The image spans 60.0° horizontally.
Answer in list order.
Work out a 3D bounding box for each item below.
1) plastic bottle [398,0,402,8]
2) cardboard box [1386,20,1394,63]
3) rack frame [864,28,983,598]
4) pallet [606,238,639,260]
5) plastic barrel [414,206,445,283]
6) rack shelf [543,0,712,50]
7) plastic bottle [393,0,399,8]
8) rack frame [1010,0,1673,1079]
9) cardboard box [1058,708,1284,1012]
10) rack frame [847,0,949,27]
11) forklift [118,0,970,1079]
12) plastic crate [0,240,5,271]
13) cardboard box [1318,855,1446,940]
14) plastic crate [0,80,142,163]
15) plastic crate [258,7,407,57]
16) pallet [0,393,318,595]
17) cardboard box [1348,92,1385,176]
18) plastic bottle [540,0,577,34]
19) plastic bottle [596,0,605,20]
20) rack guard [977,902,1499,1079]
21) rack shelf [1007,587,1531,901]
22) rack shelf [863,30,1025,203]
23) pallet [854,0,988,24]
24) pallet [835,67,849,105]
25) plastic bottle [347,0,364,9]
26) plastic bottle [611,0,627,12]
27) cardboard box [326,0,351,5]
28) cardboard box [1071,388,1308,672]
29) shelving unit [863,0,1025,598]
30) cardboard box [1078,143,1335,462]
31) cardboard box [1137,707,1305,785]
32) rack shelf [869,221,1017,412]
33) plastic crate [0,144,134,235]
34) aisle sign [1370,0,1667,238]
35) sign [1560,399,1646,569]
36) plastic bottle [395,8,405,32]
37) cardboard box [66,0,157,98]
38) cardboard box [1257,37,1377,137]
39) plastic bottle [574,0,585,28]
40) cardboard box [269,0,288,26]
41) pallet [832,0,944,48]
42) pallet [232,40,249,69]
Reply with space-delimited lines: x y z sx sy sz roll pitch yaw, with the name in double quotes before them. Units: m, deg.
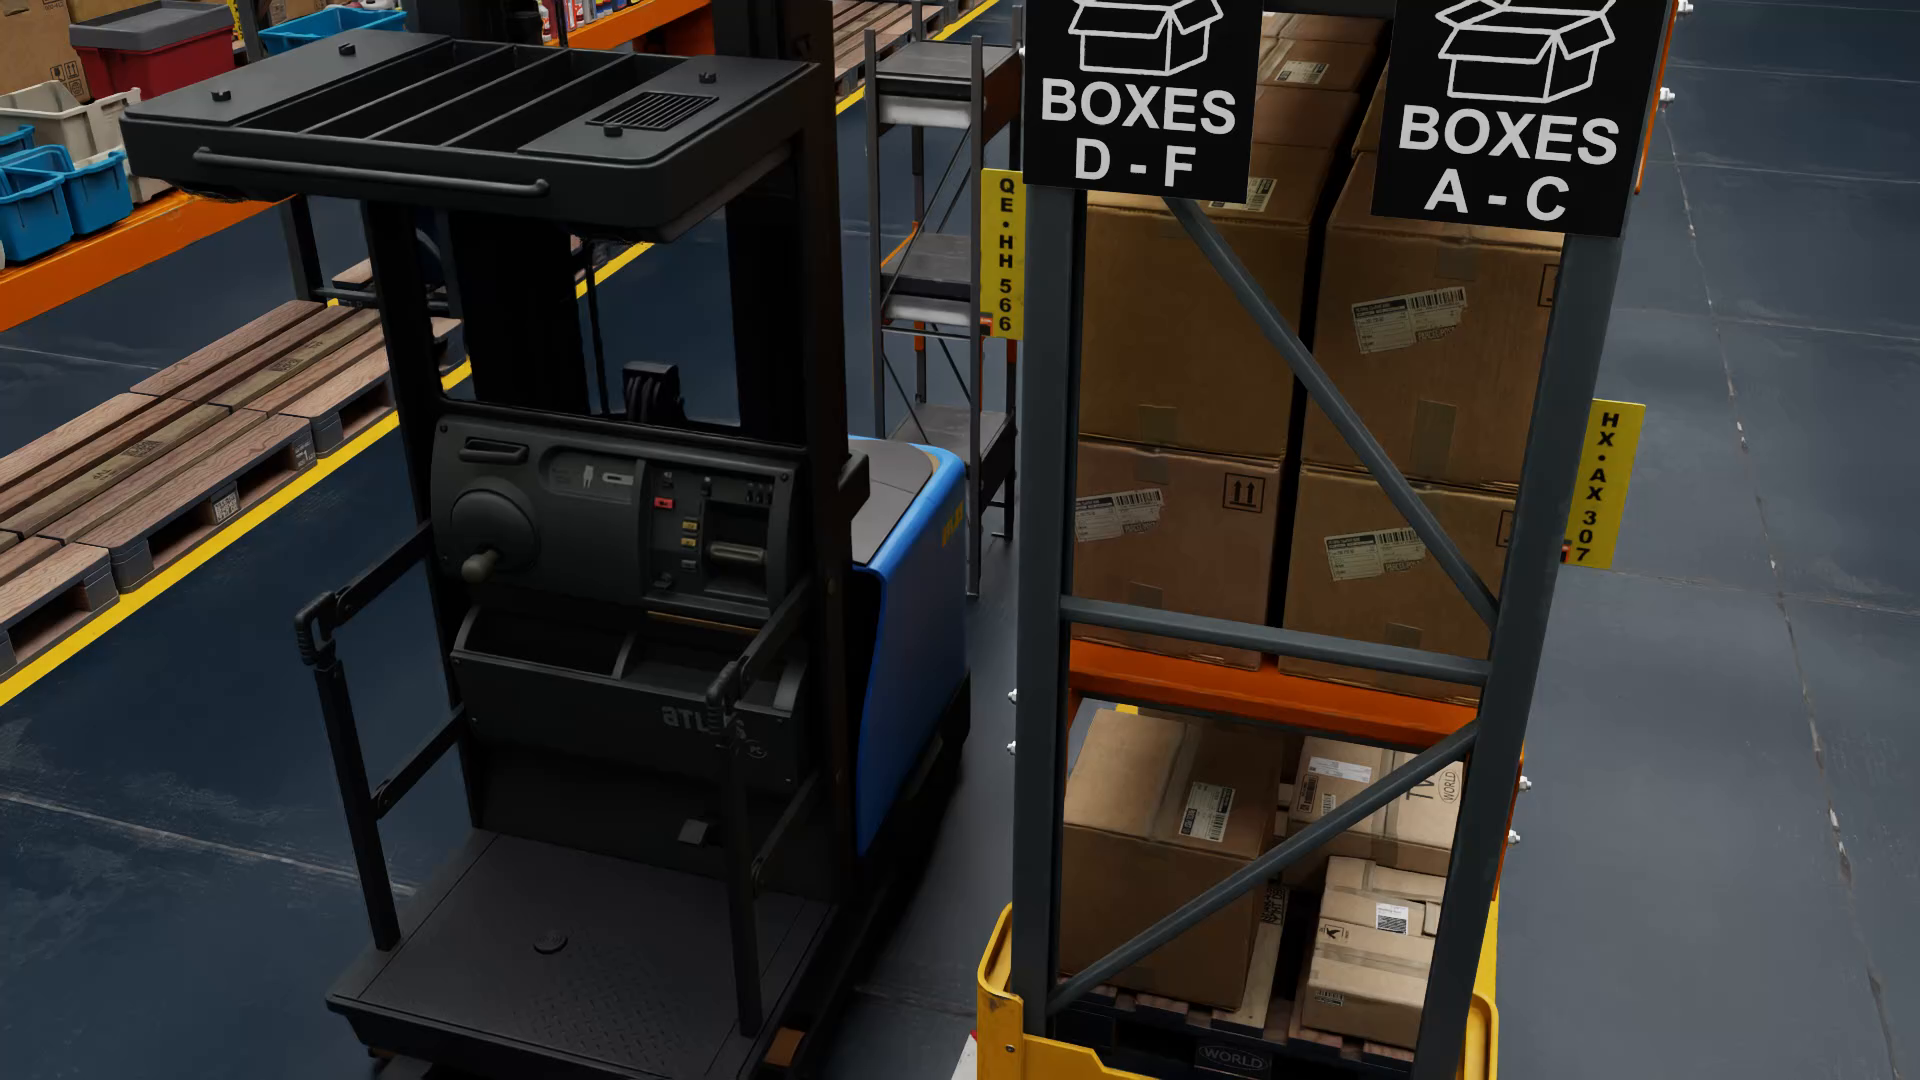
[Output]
"plastic bottle" -2.854 -2.795 8.739 0.144 0.351 0.185 8 30 15
"cardboard box" 1.076 -1.478 5.189 0.500 0.500 0.500 8 30 13
"rack frame" -0.120 -0.727 5.897 0.400 2.100 0.015 8 30 15
"pallet" -2.326 -2.066 10.246 1.003 0.211 1.213 8 30 15
"plastic barrel" -2.773 -1.880 8.770 0.600 0.901 0.708 8 30 15
"rack shelf" -2.361 -2.978 9.758 1.077 0.370 4.000 8 30 15
"plastic bottle" -2.991 -2.815 8.776 0.144 0.351 0.185 8 30 15
"rack frame" 0.615 0.205 3.296 0.949 2.616 0.053 8 30 15
"cardboard box" 0.536 0.817 4.315 0.500 0.500 0.500 8 30 15
"rack frame" -0.600 -6.081 14.595 1.000 3.000 0.127 8 30 15
"forklift" -0.888 -0.003 3.741 1.130 2.935 3.031 8 30 15
"plastic crate" -3.363 -0.935 5.555 0.250 0.136 0.298 8 30 15
"cardboard box" 1.136 0.989 4.349 0.380 0.166 0.250 8 30 15
"plastic crate" -3.573 -1.654 6.698 0.437 0.282 0.530 8 30 15
"plastic crate" -2.759 -2.117 7.424 0.392 0.384 0.575 8 30 15
"pallet" -3.483 -0.228 6.943 1.003 0.211 1.213 8 30 15
"cardboard box" 1.140 -0.689 3.771 0.500 0.500 0.500 9 30 15
"plastic bottle" -2.177 -2.900 9.005 0.152 0.276 0.135 8 30 15
"plastic bottle" -2.048 -3.055 9.289 0.097 0.271 0.097 0 29 0
"rack guard" 0.634 1.262 3.968 1.175 0.500 0.348 8 30 15
"rack shelf" 1.199 -0.411 5.142 1.077 0.370 4.000 8 30 15
"rack shelf" -0.049 -1.440 5.768 0.431 0.518 0.480 8 30 15
"pallet" -0.363 -5.168 15.823 1.003 0.211 1.213 8 30 15
"pallet" -1.510 -3.358 12.569 1.003 0.211 1.213 8 30 15
"plastic bottle" -3.118 -2.655 8.558 0.061 0.283 0.133 8 30 15
"plastic bottle" -2.001 -3.204 9.475 0.144 0.351 0.185 8 30 15
"cardboard box" -5.858 -5.126 14.998 0.700 0.500 0.500 6 30 11
"cardboard box" 0.483 -0.086 3.716 0.500 0.500 0.500 9 30 16
"shelving unit" -0.049 -0.841 6.101 0.431 2.100 0.503 8 30 15
"cardboard box" 0.479 -0.522 3.472 0.500 0.500 0.500 8 30 14
"cardboard box" 0.843 0.489 5.162 0.500 0.250 0.500 8 30 15
"rack shelf" -0.049 -0.829 6.108 0.431 0.518 0.480 8 30 15
"plastic crate" -3.261 -1.276 6.069 0.416 0.233 0.300 8 30 15
"aisle sign" 0.872 -0.858 2.532 0.394 0.787 0.004 8 30 15
"sign" 1.130 -0.096 2.947 0.100 0.325 0.005 8 30 15
"plastic bottle" -2.910 -2.666 8.661 0.097 0.201 0.097 0 29 0
"cardboard box" -6.732 -3.866 12.367 1.225 0.875 0.875 7 30 13
"cardboard box" 0.774 -0.999 4.328 0.500 0.500 0.500 9 30 16
"plastic bottle" -2.116 -2.917 9.113 0.097 0.201 0.097 0 29 0
"cardboard box" -6.181 -4.602 14.056 0.700 0.500 0.500 6 30 11
"pallet" -0.794 -4.492 14.607 1.003 0.211 1.213 8 30 15
"pallet" -6.278 -4.073 13.854 1.003 0.211 1.213 8 30 15
